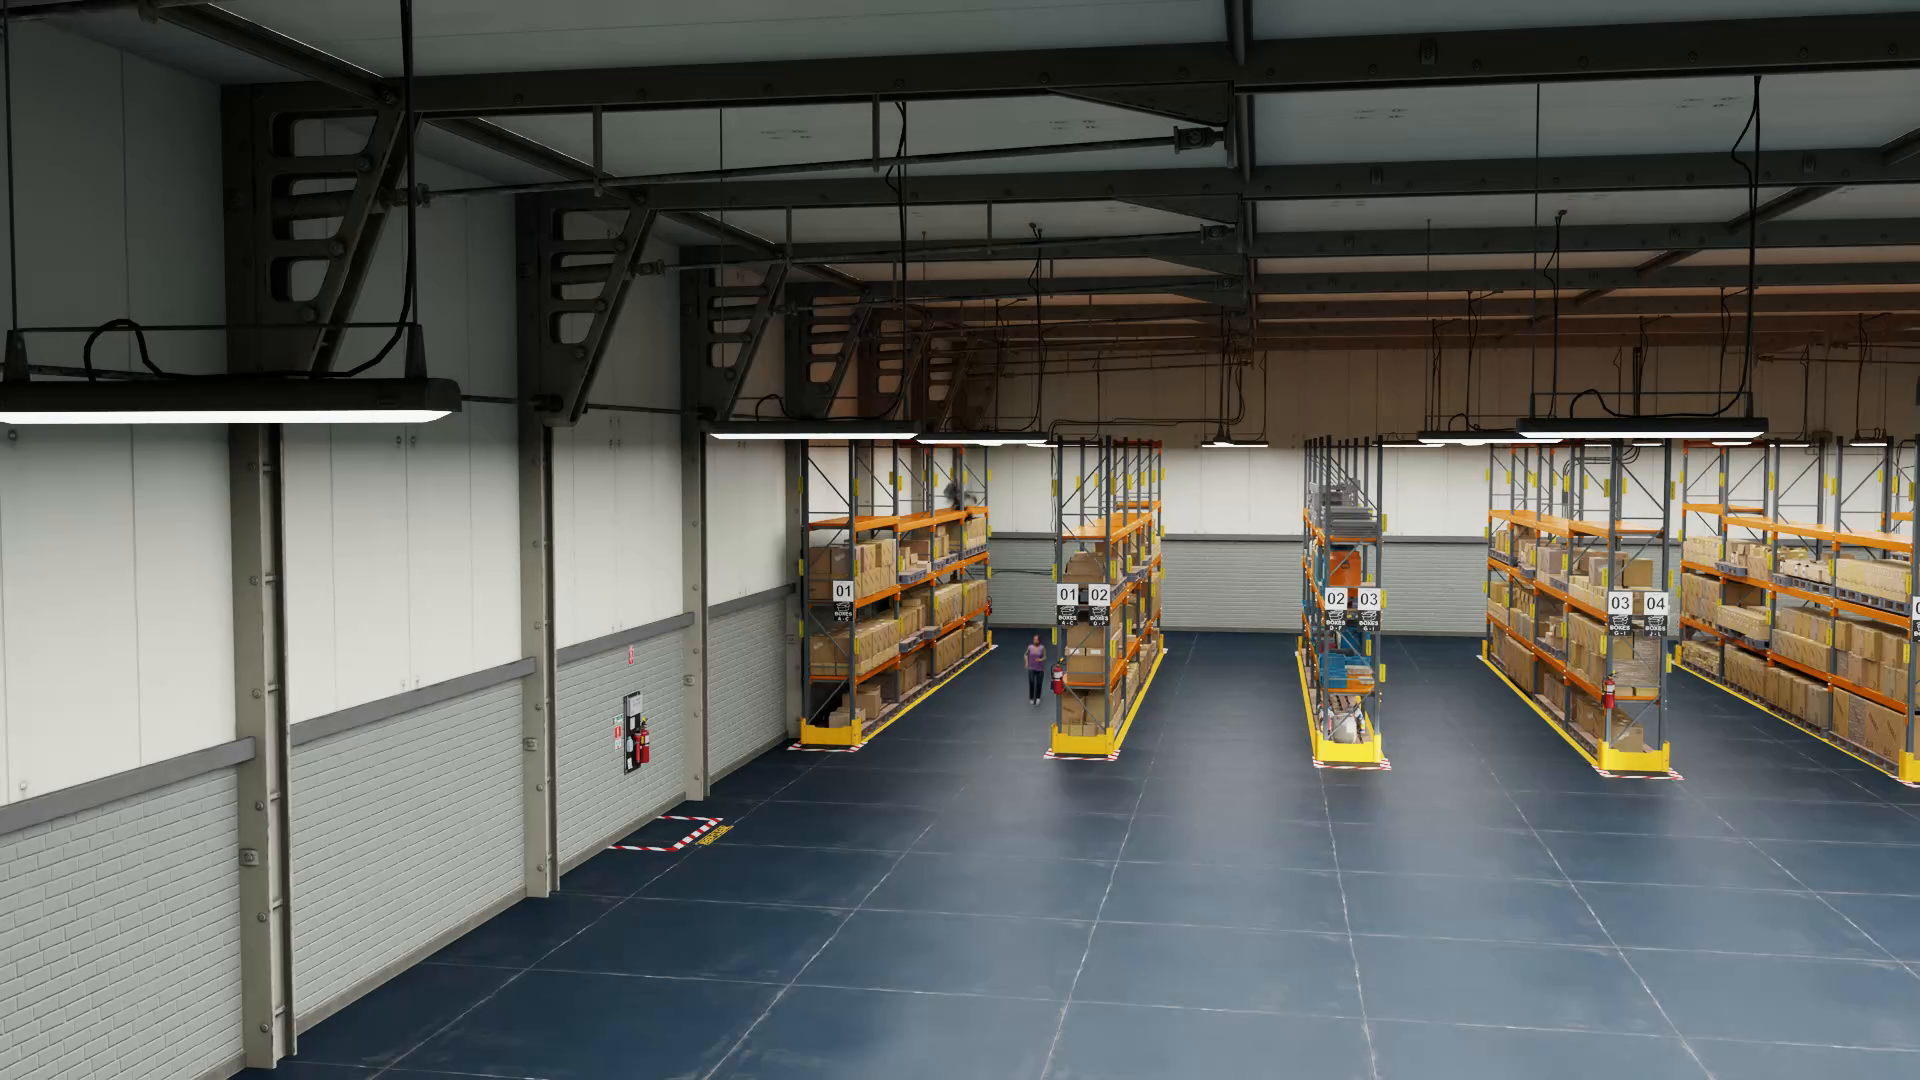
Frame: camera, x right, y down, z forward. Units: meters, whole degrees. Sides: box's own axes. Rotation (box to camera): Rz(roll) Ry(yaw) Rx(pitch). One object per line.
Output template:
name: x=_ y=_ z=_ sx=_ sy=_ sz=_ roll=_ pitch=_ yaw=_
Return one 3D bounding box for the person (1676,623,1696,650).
person: x=19.991 y=2.413 z=45.691 sx=0.552 sy=1.673 sz=0.675 roll=0 pitch=3 yaw=-3

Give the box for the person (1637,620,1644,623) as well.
person: x=18.211 y=2.412 z=44.902 sx=0.969 sy=1.767 sz=0.734 roll=-2 pitch=4 yaw=-36

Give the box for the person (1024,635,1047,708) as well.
person: x=1.684 y=2.919 z=37.047 sx=0.503 sy=1.617 sz=0.682 roll=0 pitch=3 yaw=3
